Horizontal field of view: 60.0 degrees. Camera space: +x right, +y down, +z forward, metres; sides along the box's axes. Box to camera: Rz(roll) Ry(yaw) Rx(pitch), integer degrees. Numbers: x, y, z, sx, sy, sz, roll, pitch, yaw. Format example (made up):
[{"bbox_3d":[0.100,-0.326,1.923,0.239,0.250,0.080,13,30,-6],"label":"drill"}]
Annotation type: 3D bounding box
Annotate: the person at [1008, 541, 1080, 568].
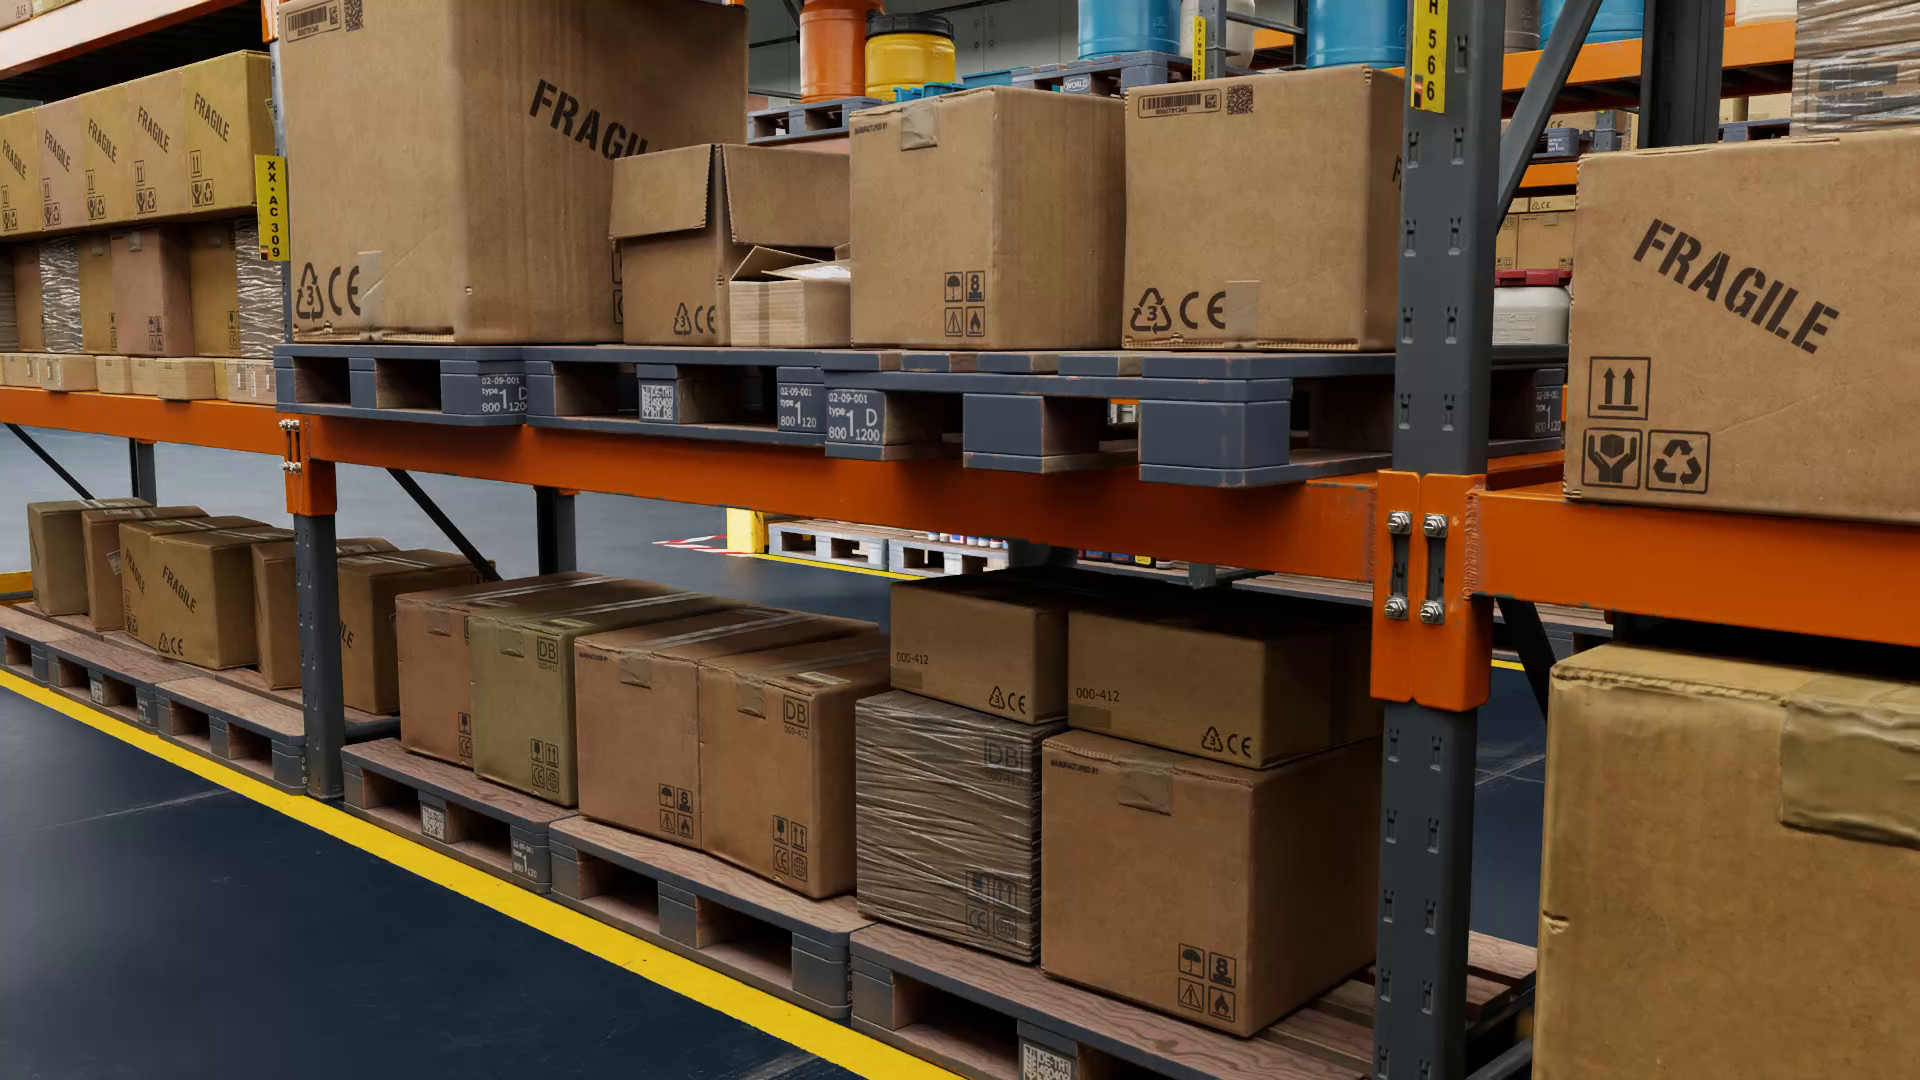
[{"bbox_3d":[0.317,-0.191,7.318,0.511,1.652,0.454,7,10,43],"label":"person"}]
